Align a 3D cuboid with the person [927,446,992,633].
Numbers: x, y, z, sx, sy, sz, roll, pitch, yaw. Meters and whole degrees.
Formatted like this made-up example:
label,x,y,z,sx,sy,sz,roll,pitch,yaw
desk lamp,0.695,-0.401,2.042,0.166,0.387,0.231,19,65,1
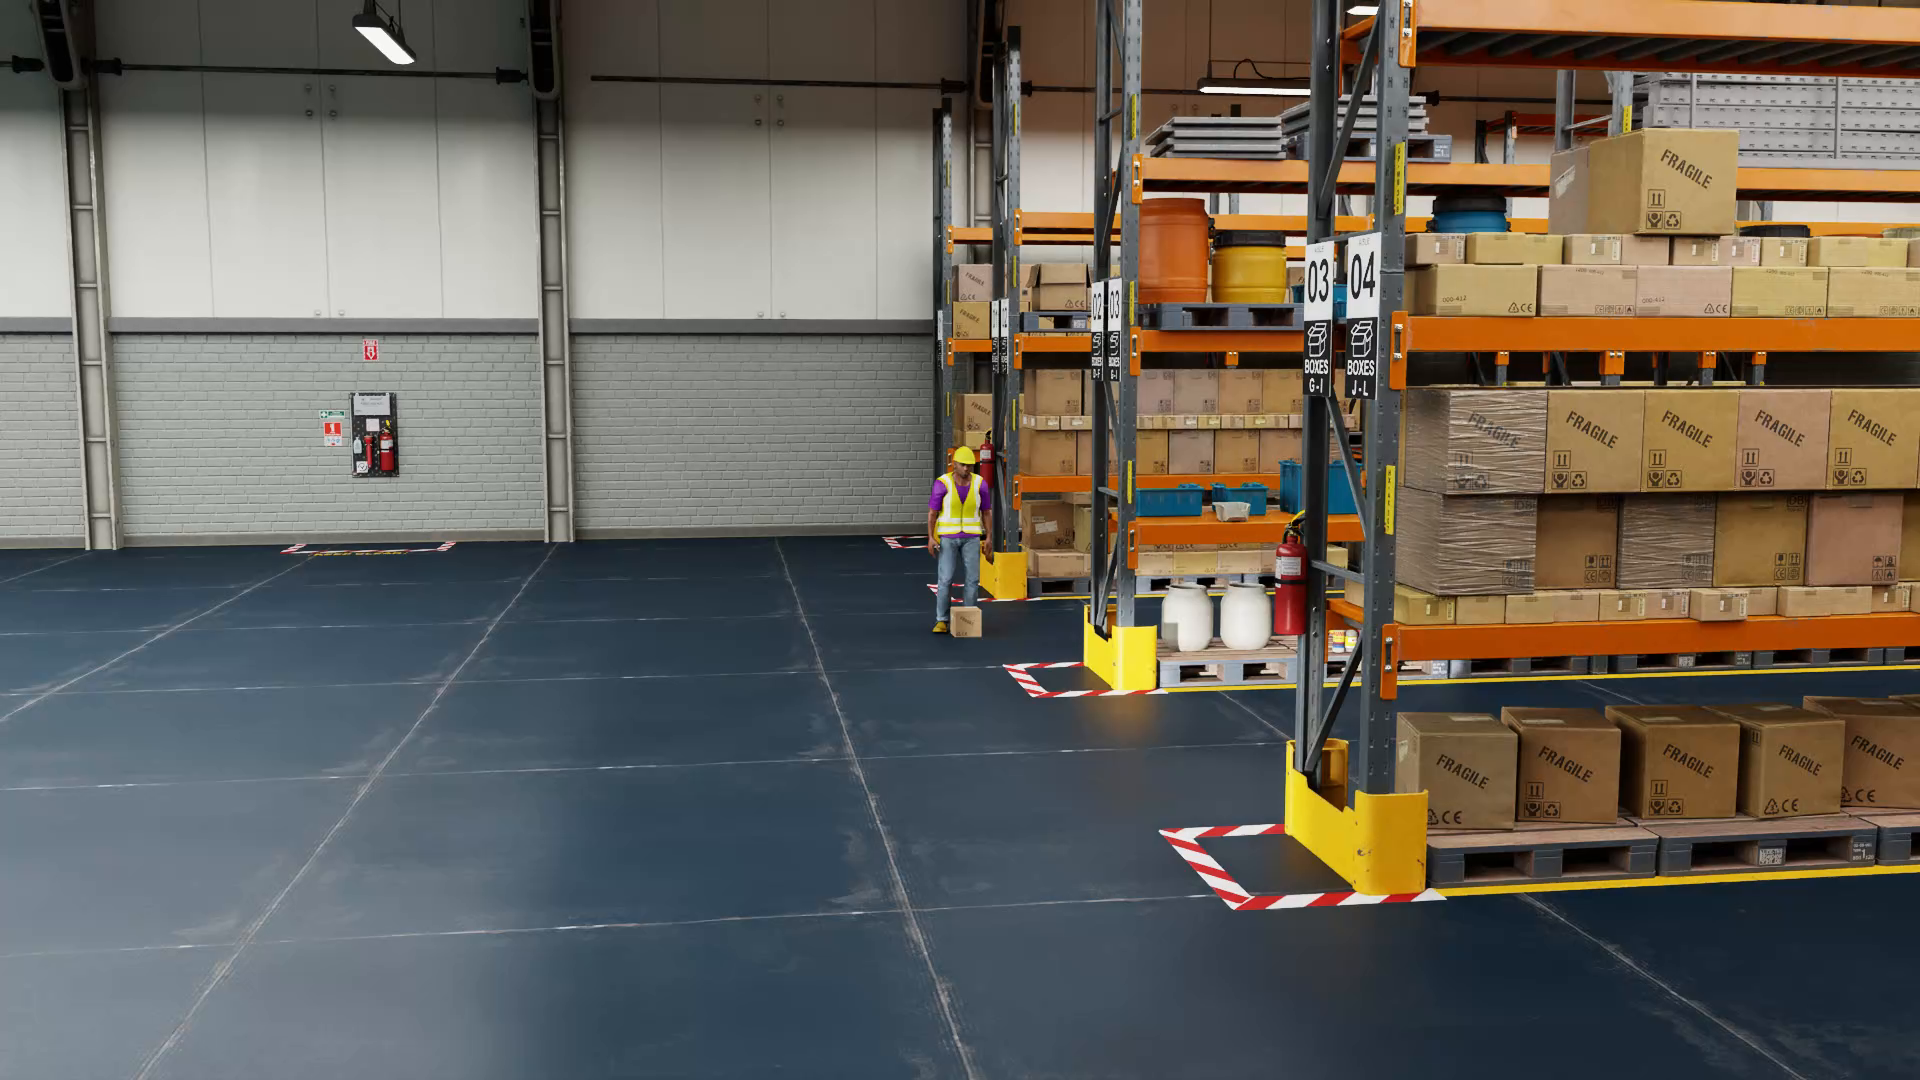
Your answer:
label,x,y,z,sx,sy,sz,roll,pitch,yaw
person,0.002,-0.007,15.715,0.626,1.757,0.458,-1,7,-11
